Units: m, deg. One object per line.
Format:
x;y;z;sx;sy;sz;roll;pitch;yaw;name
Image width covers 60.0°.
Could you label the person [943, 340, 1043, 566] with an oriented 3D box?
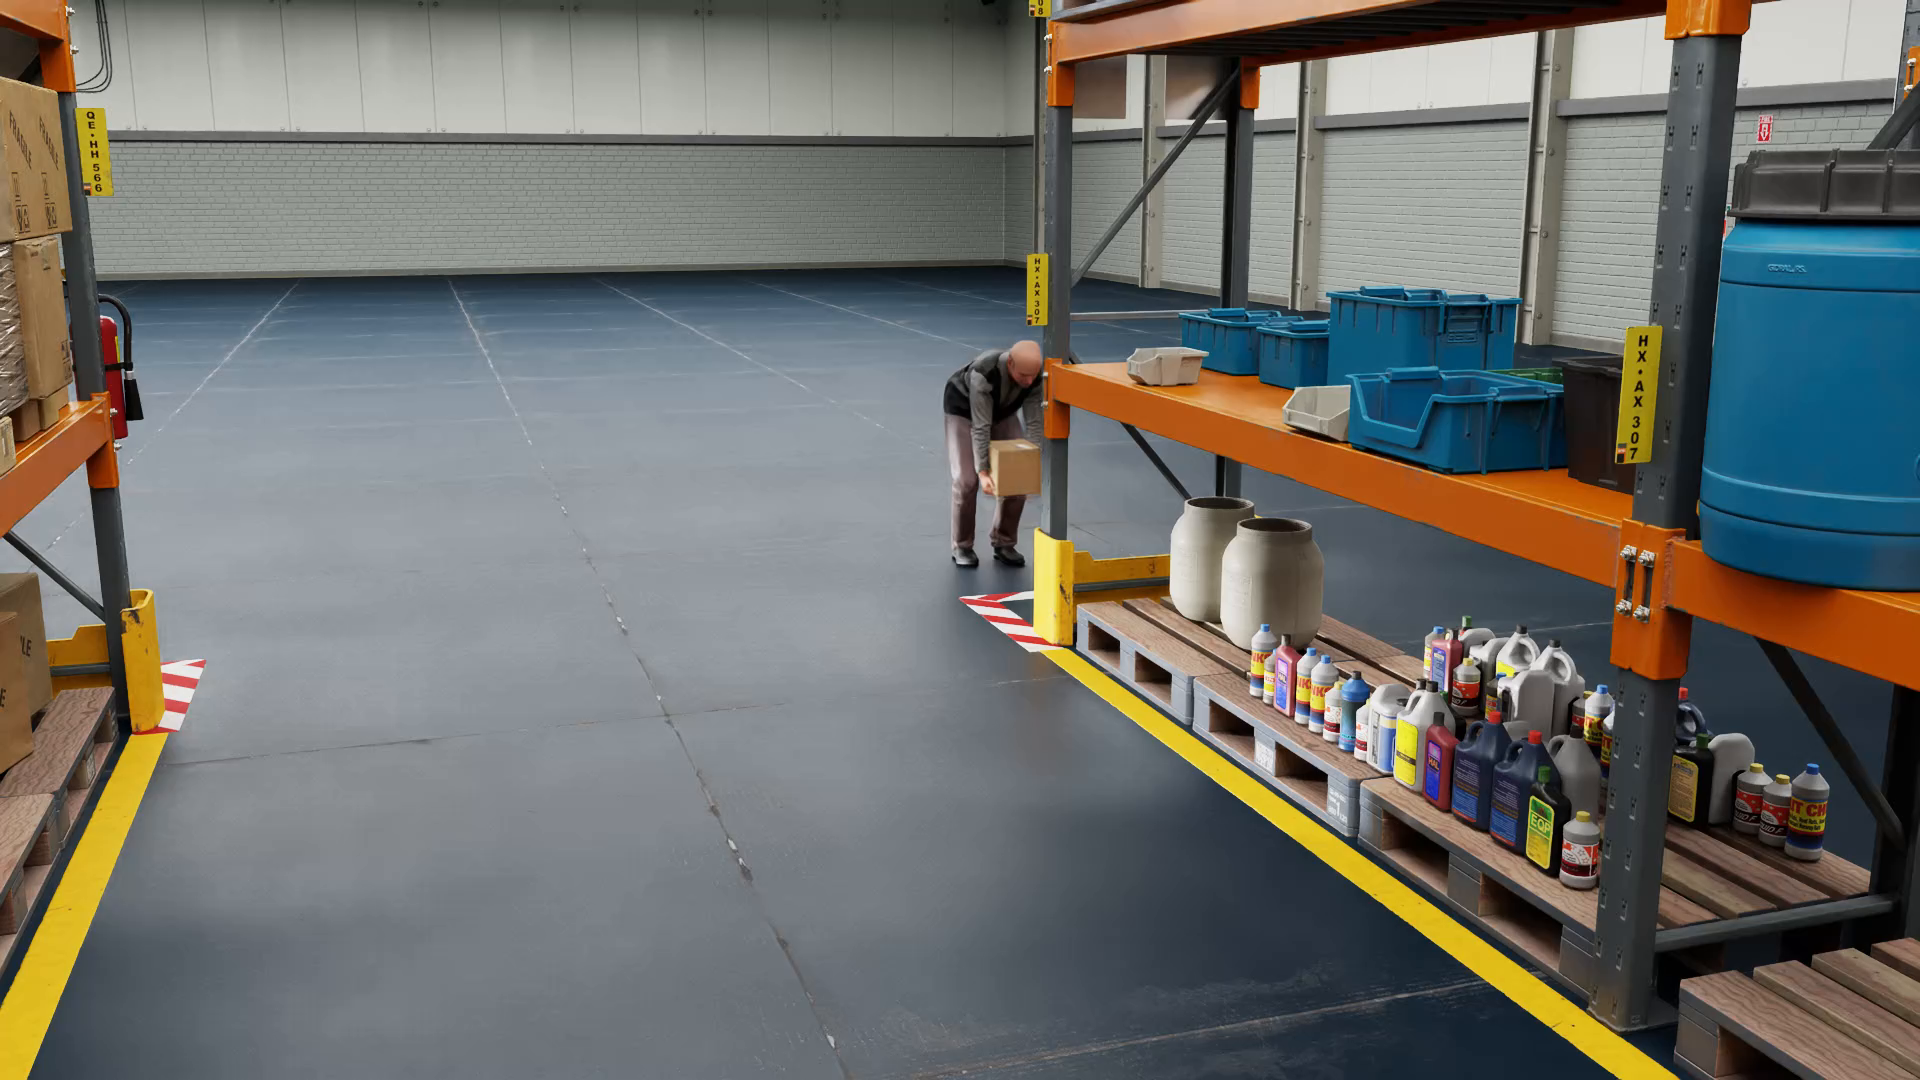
0.223;-0.476;9.206;0.469;1.298;0.897;-5;13;-20;person
